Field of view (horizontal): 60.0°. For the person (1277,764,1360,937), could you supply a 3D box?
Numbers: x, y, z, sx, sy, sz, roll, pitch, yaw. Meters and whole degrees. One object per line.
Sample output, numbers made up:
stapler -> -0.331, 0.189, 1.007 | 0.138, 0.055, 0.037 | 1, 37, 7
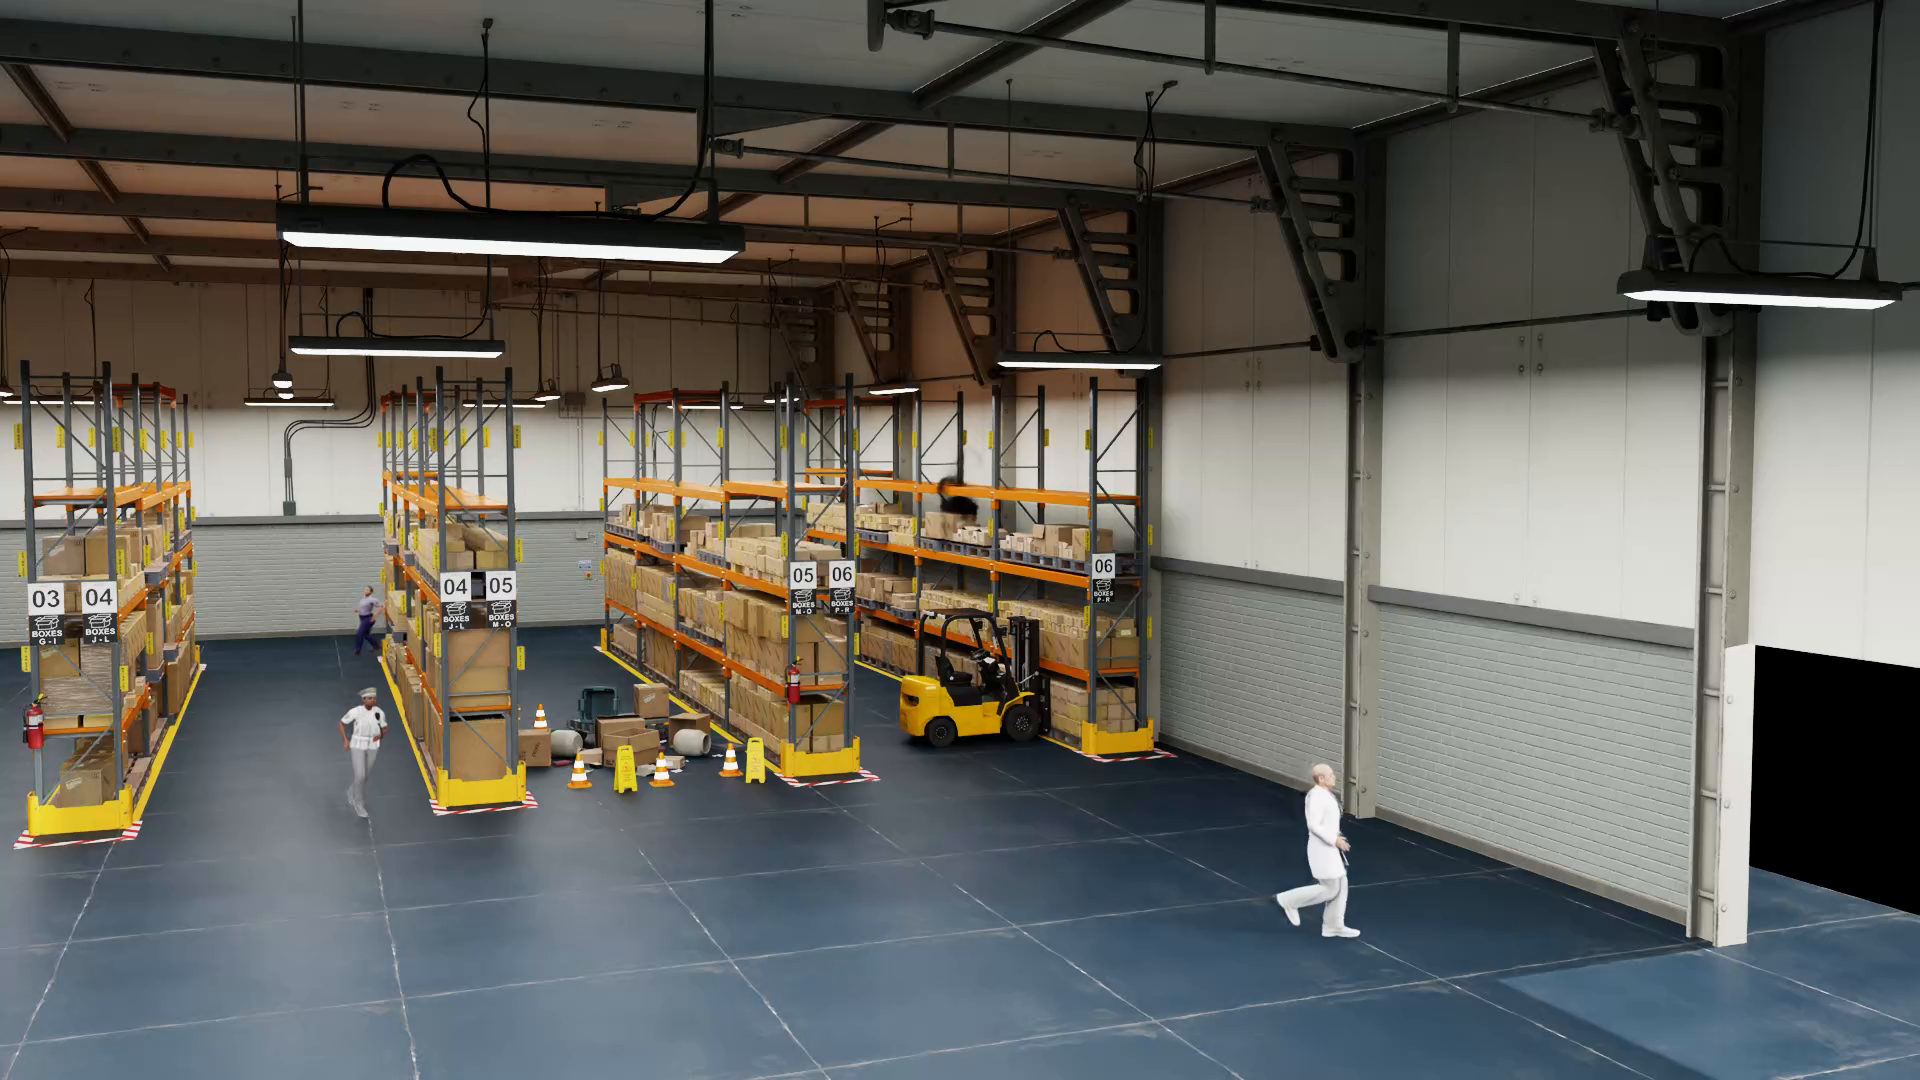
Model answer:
person -> 3.618, 3.120, 16.746 | 0.820, 1.743, 0.702 | 1, 4, 14

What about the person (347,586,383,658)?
person -> -13.689, 1.879, 38.366 | 0.667, 1.635, 0.859 | 3, 5, 43

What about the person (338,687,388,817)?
person -> -8.016, 2.844, 22.418 | 0.601, 1.735, 0.774 | -3, 4, -40
